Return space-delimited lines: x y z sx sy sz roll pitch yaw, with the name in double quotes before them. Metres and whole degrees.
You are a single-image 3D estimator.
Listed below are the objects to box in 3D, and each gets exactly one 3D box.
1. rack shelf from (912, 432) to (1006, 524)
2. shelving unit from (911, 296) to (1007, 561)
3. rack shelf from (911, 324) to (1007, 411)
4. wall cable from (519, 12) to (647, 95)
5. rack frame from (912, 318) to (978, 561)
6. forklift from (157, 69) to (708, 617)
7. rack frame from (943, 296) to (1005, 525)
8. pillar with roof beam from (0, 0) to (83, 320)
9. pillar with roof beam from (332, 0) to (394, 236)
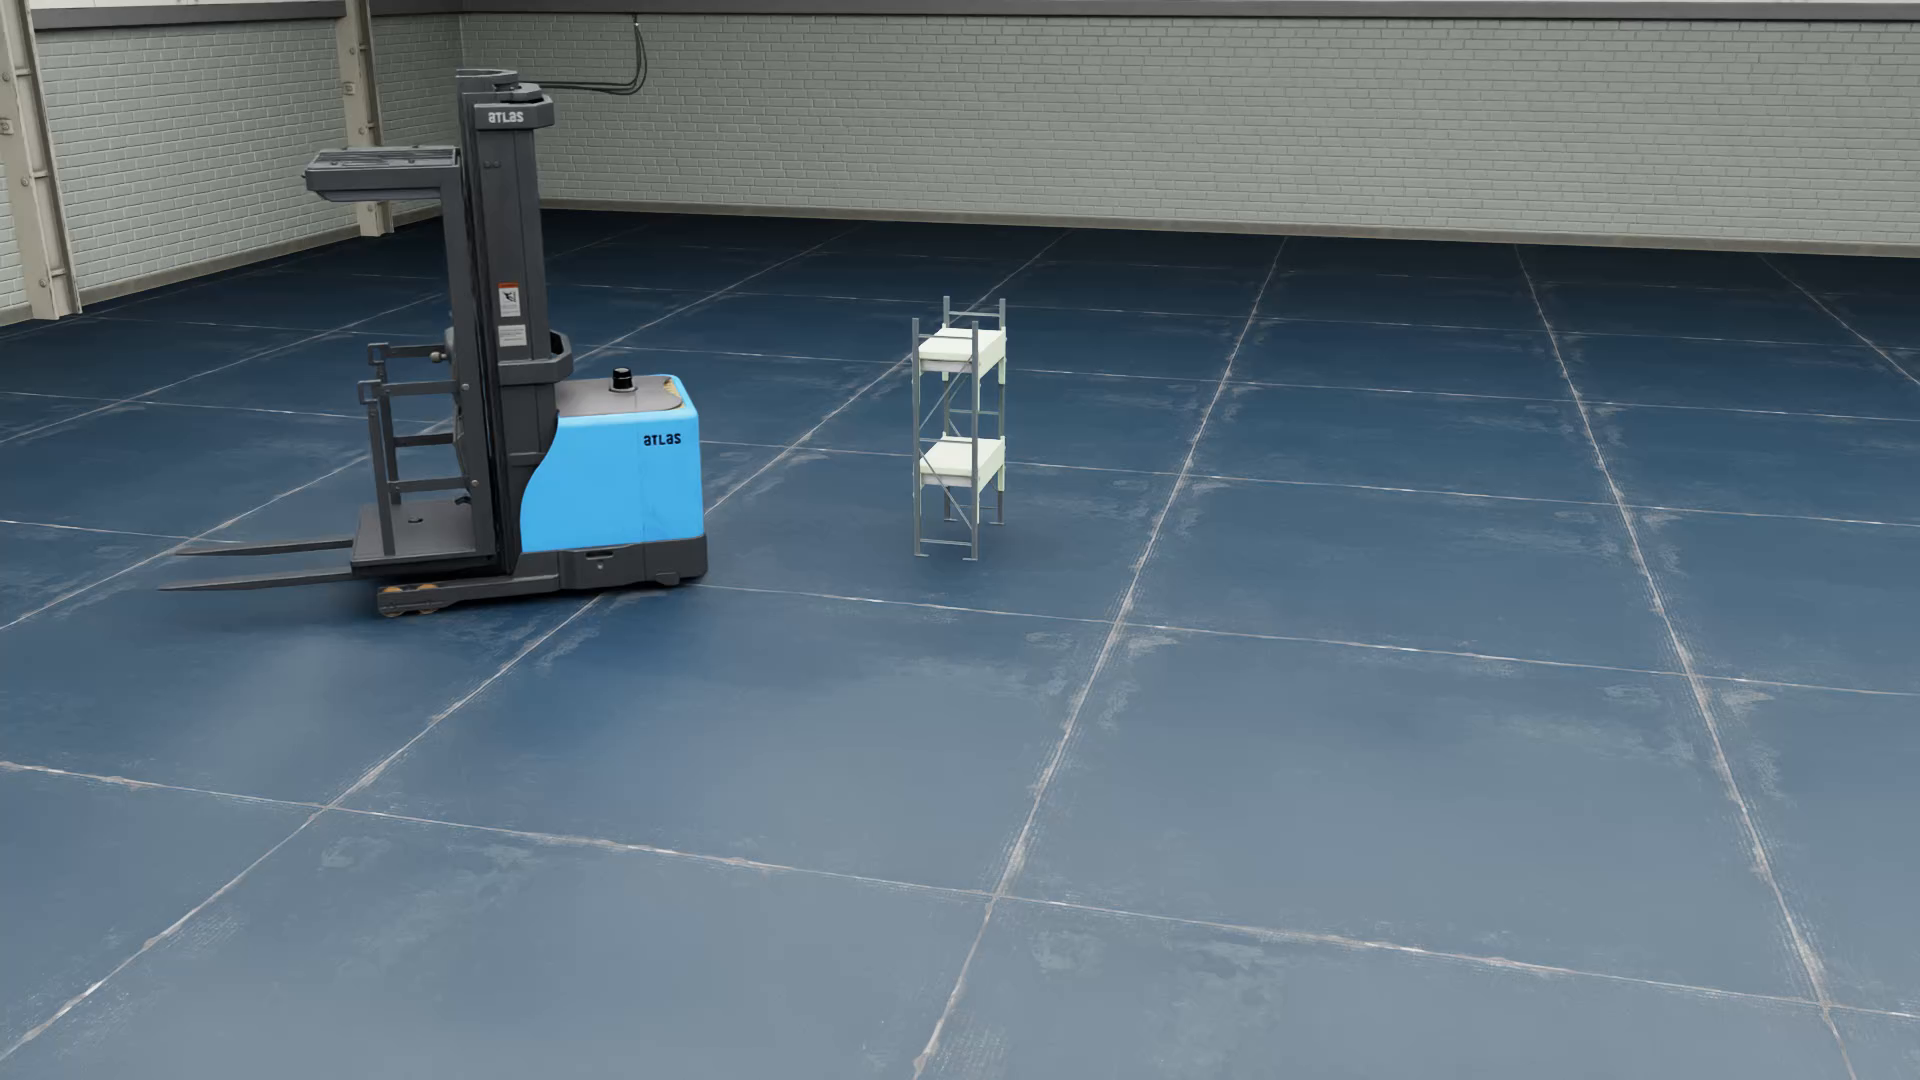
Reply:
"rack shelf" 0.002 -0.403 10.557 0.431 0.370 0.720 5 19 13
"shelving unit" 0.002 -0.712 10.451 0.431 1.500 0.755 5 19 13
"rack shelf" 0.002 -1.081 10.325 0.431 0.370 0.720 5 19 13
"wall cable" -6.131 -7.877 24.630 3.097 2.526 0.112 5 19 13
"rack frame" -0.088 -0.597 10.115 0.400 1.500 0.023 5 19 13
"forklift" -3.079 -1.140 9.492 3.031 2.935 1.130 -5 20 -15
"rack frame" 0.091 -0.827 10.787 0.400 1.500 0.023 5 19 13
"pillar with roof beam" -5.425 -6.307 15.230 9.100 9.000 0.400 5 19 13
"pillar with roof beam" -3.959 -8.187 20.735 9.100 9.000 0.400 5 19 13
